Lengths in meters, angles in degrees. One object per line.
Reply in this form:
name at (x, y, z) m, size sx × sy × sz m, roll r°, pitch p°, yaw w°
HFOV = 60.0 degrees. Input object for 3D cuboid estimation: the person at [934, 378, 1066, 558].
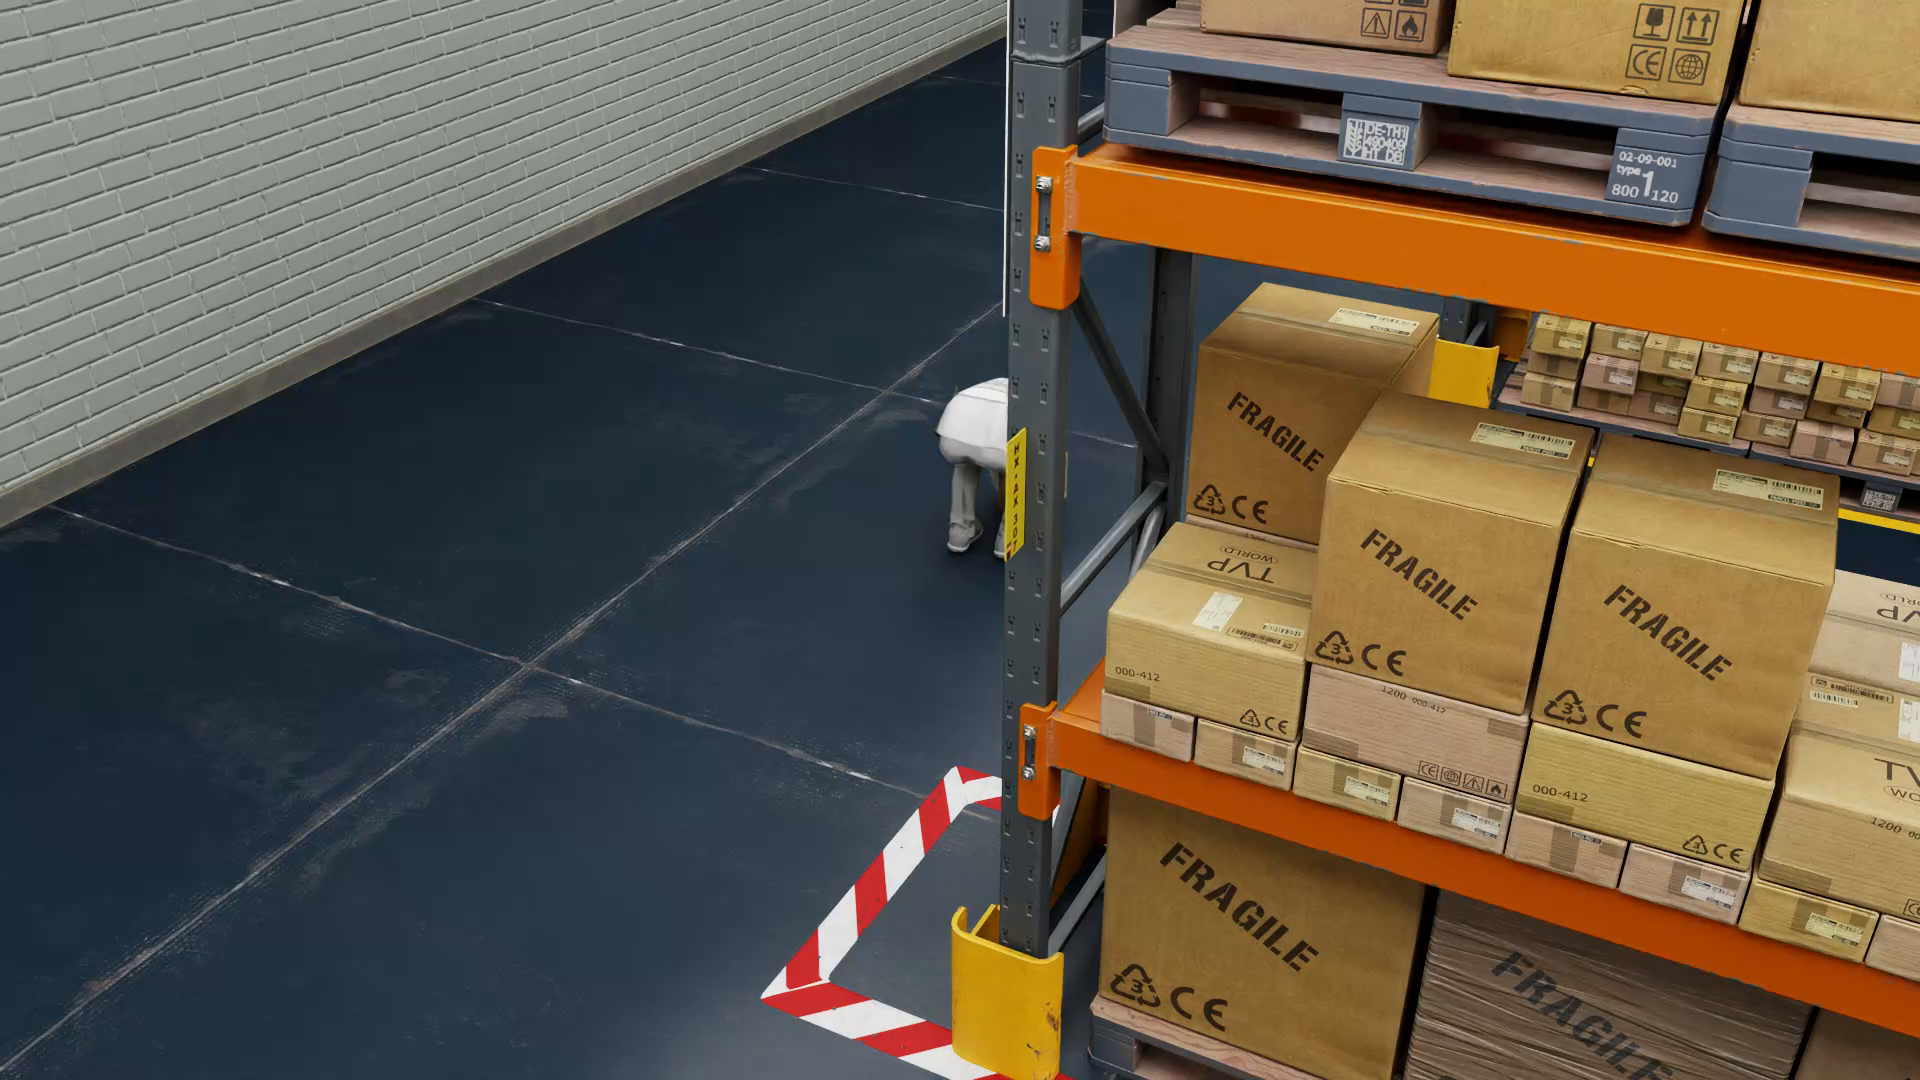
person at (0.194, -0.384, 7.643) m, size 0.461 × 0.832 × 0.893 m, roll 13°, pitch 33°, yaw 21°
